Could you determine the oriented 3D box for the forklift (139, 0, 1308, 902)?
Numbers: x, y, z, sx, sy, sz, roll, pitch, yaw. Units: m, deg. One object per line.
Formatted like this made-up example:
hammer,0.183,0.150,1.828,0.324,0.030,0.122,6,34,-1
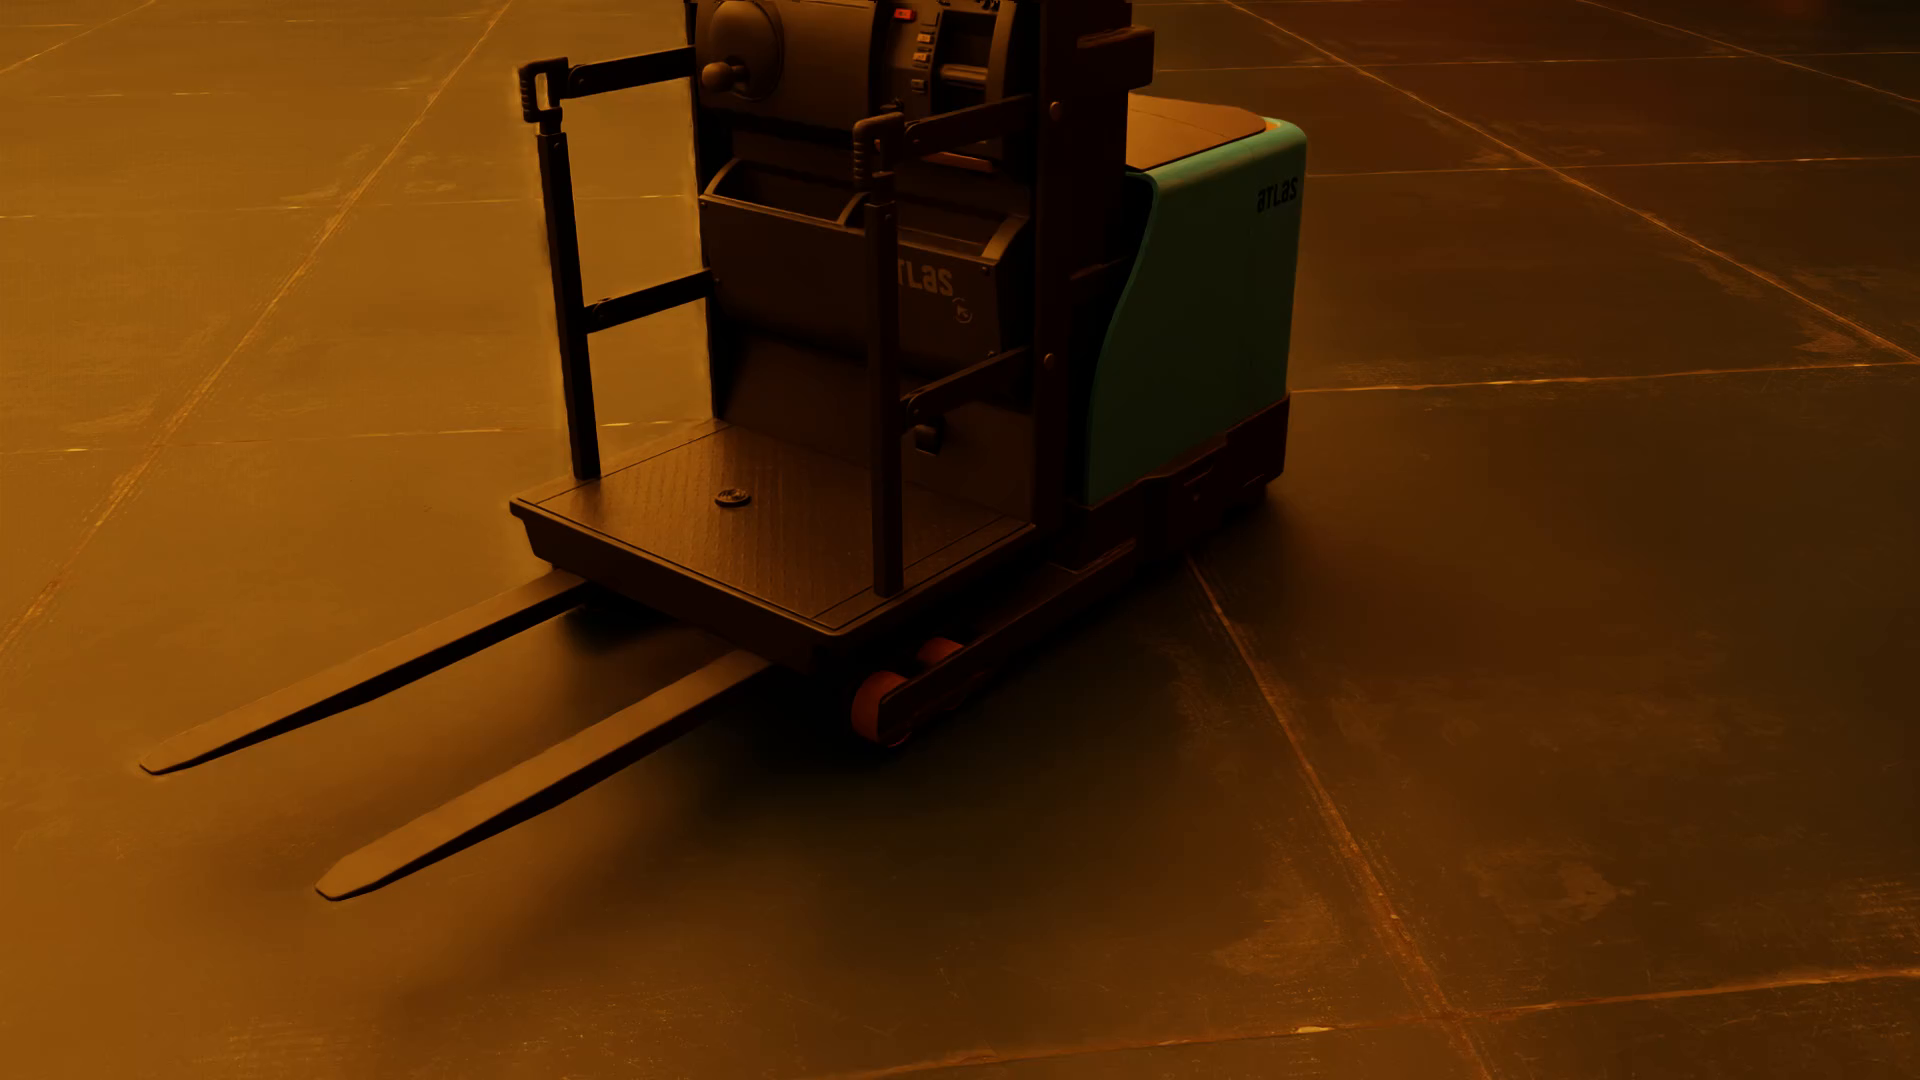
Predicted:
forklift,-0.370,-1.109,3.531,1.130,2.935,3.031,19,32,35
